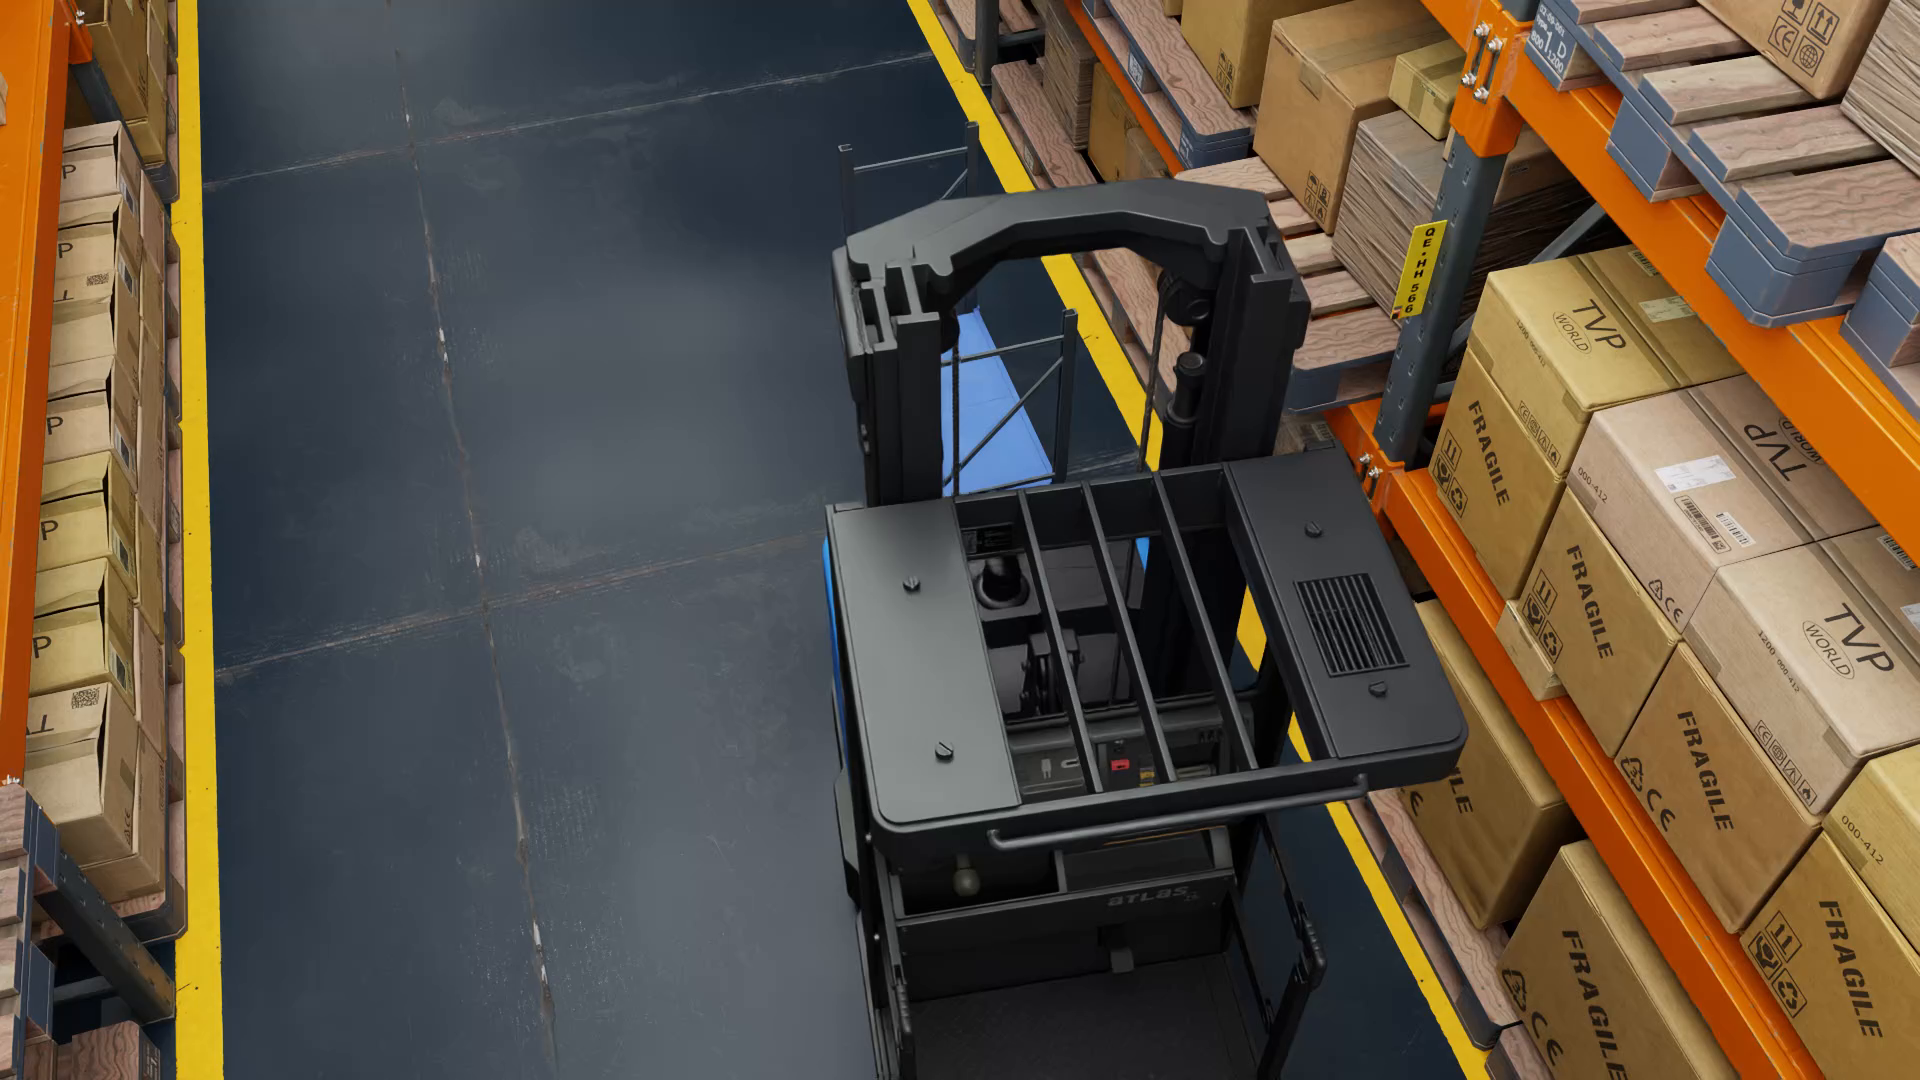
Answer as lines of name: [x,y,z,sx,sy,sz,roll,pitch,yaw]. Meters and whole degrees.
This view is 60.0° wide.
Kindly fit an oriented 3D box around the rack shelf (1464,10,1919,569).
rack shelf: [2.345,0.219,2.902,1.077,0.370,4.000,-13,51,-11]

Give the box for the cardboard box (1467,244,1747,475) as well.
cardboard box: [1.650,-0.472,4.212,0.500,0.250,0.500,-12,51,-10]

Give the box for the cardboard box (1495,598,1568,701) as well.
cardboard box: [1.694,0.260,4.510,0.380,0.149,0.250,-12,51,-10]

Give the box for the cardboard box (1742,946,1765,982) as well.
cardboard box: [2.094,0.978,3.904,0.380,0.149,0.250,-13,51,-11]

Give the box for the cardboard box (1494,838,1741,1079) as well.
cardboard box: [2.099,1.259,4.648,0.750,0.750,0.750,-14,51,-11]

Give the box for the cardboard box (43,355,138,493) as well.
cardboard box: [-3.317,-0.393,6.066,0.500,0.311,0.500,-14,51,-11]

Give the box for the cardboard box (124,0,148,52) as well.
cardboard box: [-4.154,-2.569,7.777,0.500,0.500,0.500,-13,51,-11]

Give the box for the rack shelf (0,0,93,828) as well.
rack shelf: [-3.569,-0.613,5.565,1.077,0.370,4.000,-13,51,-11]

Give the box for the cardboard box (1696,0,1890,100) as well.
cardboard box: [1.949,-1.313,3.370,0.700,0.500,0.500,-17,52,-14]

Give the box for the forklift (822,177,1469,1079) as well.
forklift: [0.313,0.752,3.989,1.130,2.935,3.031,-8,50,-6]

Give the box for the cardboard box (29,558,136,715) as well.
cardboard box: [-3.015,0.355,5.435,0.500,0.311,0.500,-14,51,-12]

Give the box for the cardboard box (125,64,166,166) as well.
cardboard box: [-4.008,-1.962,7.755,0.500,0.250,0.500,-13,51,-11]

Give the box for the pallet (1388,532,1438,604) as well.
pallet: [1.524,-0.179,6.553,1.003,0.211,1.213,-13,51,-11]

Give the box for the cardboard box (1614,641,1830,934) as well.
cardboard box: [1.944,0.519,3.868,0.500,0.500,0.500,-14,51,-11]

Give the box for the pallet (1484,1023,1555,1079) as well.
pallet: [2.272,1.874,4.821,1.003,0.211,1.213,-13,51,-11]

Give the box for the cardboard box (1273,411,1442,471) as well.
cardboard box: [1.491,-0.357,6.226,0.700,0.500,0.500,-13,51,-10]

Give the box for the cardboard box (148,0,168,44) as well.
cardboard box: [-4.294,-2.694,8.373,0.500,0.250,0.500,-13,51,-11]

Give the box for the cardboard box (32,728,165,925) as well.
cardboard box: [-2.852,0.918,5.328,0.500,0.250,0.500,-13,51,-11]

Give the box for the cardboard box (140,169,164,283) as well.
cardboard box: [-3.761,-1.317,7.212,0.500,0.250,0.500,-14,51,-11]

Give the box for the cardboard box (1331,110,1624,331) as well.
cardboard box: [1.605,-1.022,5.086,0.700,0.500,0.500,-19,52,-15]

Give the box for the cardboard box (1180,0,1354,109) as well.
cardboard box: [1.215,-1.927,5.849,0.700,0.500,0.500,-13,51,-11]

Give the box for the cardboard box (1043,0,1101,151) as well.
cardboard box: [0.804,-2.231,7.805,0.700,0.500,0.500,-12,51,-10]

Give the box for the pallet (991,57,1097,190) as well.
pallet: [0.802,-1.961,8.055,1.003,0.211,1.213,-13,51,-11]

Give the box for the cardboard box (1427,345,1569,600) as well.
cardboard box: [1.653,-0.229,4.498,0.500,0.500,0.500,-12,51,-10]

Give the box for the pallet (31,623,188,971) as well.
pallet: [-3.184,0.905,5.639,1.003,0.211,1.213,-13,51,-11]

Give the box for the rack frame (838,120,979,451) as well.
rack frame: [-0.176,-0.917,6.332,0.500,1.500,0.032,-13,51,-11]

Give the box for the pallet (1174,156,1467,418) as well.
pallet: [1.441,-0.941,5.497,1.213,0.211,1.003,-13,51,-11]

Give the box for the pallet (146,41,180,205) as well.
pallet: [-4.356,-1.997,8.085,1.003,0.211,1.213,-13,51,-11]

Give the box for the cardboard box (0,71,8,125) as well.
cardboard box: [-3.725,-1.662,6.066,0.396,0.266,0.258,-14,51,-12]

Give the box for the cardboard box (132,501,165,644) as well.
cardboard box: [-3.161,0.173,5.956,0.500,0.250,0.500,-15,51,-12]

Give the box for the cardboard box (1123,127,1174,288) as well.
cardboard box: [1.117,-1.483,7.175,0.700,0.500,0.500,-13,51,-11]

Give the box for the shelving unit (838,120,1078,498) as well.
shelving unit: [-0.025,-0.546,6.019,0.538,1.500,1.048,-13,51,-11]

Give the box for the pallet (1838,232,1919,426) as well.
pallet: [2.328,-0.138,2.856,1.003,0.211,1.213,-11,51,-9]

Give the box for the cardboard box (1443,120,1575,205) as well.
cardboard box: [1.623,-1.135,4.757,0.380,0.149,0.250,-19,53,-16]

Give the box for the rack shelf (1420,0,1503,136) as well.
rack shelf: [1.162,-2.702,5.365,1.077,0.370,4.000,-13,51,-11]

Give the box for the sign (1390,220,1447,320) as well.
sign: [1.238,-0.725,4.483,0.100,0.325,0.005,-13,51,-11]

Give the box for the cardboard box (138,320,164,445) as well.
cardboard box: [-3.461,-0.574,6.585,0.500,0.250,0.500,-12,51,-10]

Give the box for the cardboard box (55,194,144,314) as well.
cardboard box: [-3.607,-1.126,6.684,0.500,0.311,0.500,-12,51,-10]

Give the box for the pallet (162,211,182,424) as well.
pallet: [-3.905,-0.877,7.141,1.003,0.211,1.213,-13,51,-11]

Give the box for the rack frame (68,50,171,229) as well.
rack frame: [-4.160,-2.305,6.521,1.000,3.000,0.127,-13,51,-11]

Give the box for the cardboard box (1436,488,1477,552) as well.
cardboard box: [1.630,-0.139,4.847,0.380,0.149,0.250,-14,51,-12]

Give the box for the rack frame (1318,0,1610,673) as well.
rack frame: [1.753,-0.507,5.005,1.000,3.000,0.127,-13,51,-11]

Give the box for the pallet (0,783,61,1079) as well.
pallet: [-2.710,1.157,3.728,1.213,0.211,1.003,-13,51,-11]
